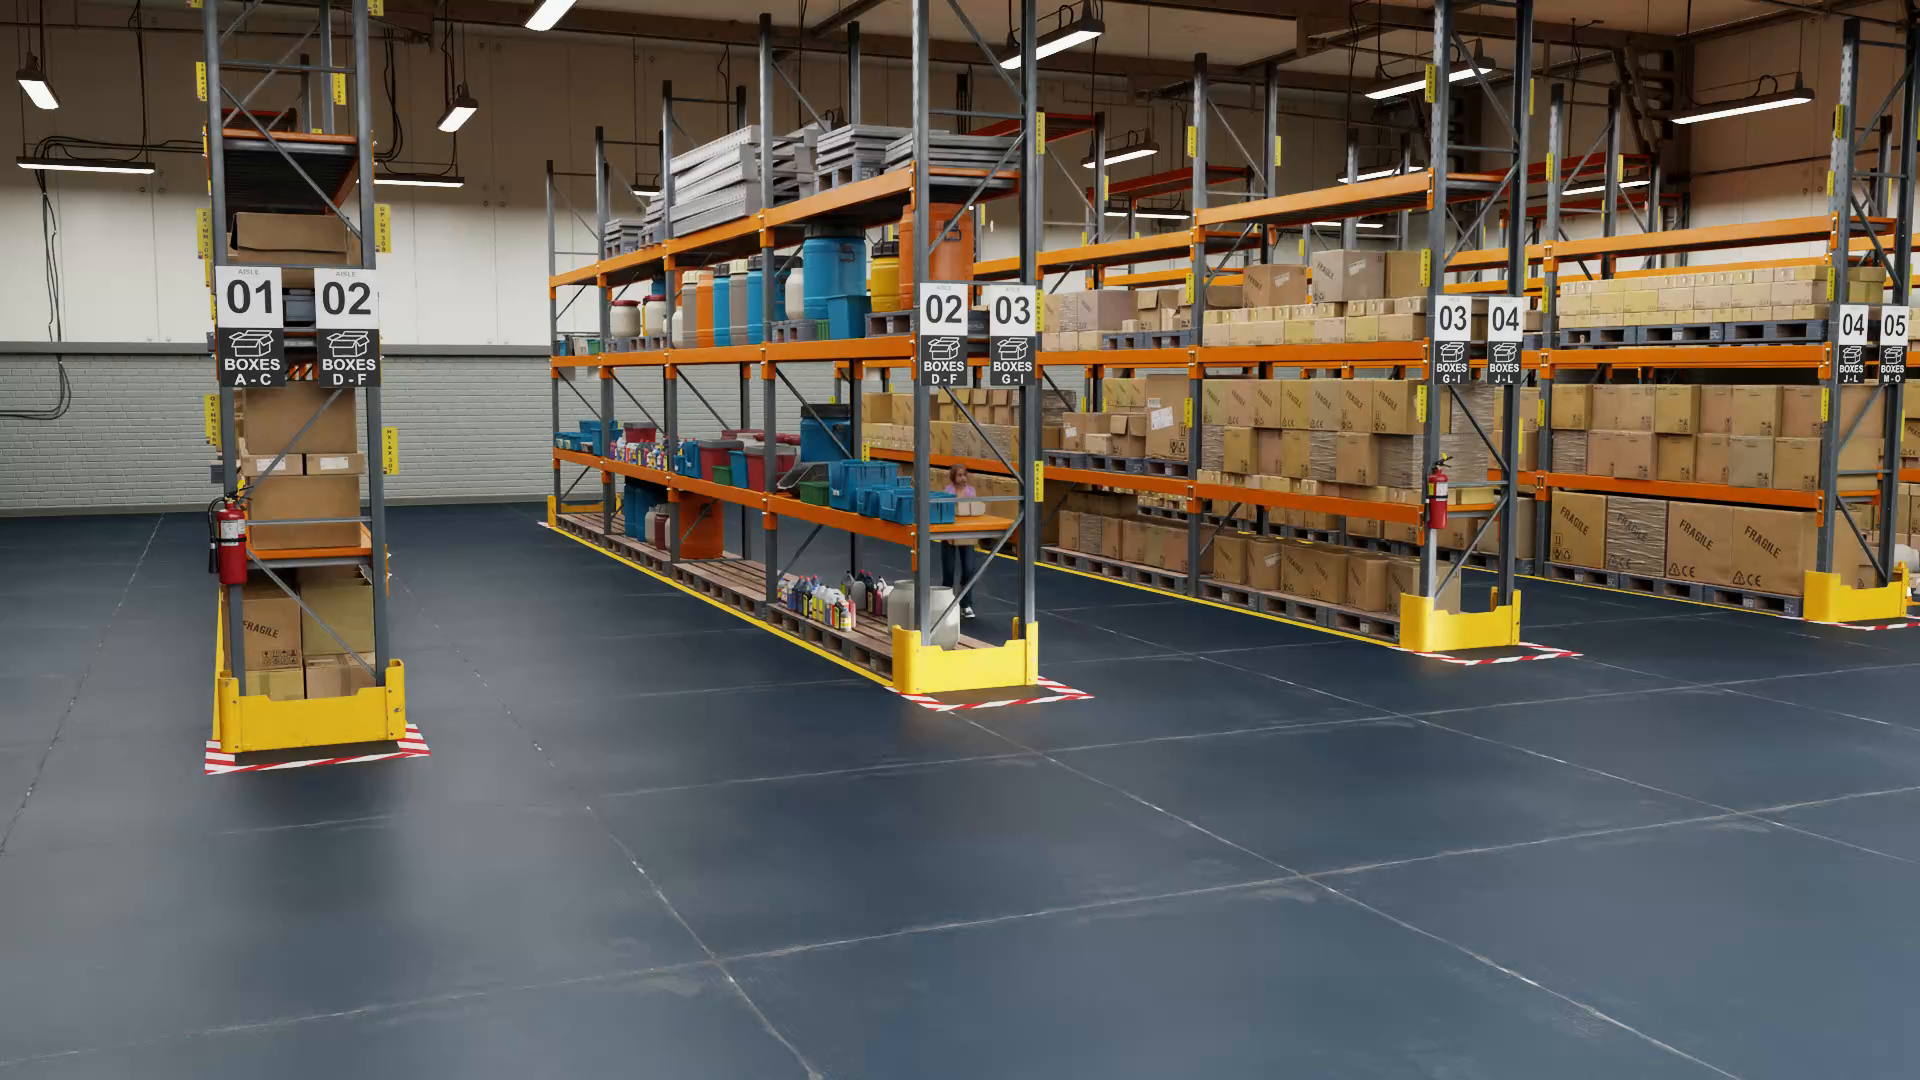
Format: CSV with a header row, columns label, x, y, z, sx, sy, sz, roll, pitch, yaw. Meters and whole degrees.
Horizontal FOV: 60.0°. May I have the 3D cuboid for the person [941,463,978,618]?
label,x,y,z,sx,sy,sz,roll,pitch,yaw
person,-0.001,0.009,17.140,0.383,1.599,0.494,-1,6,-12
